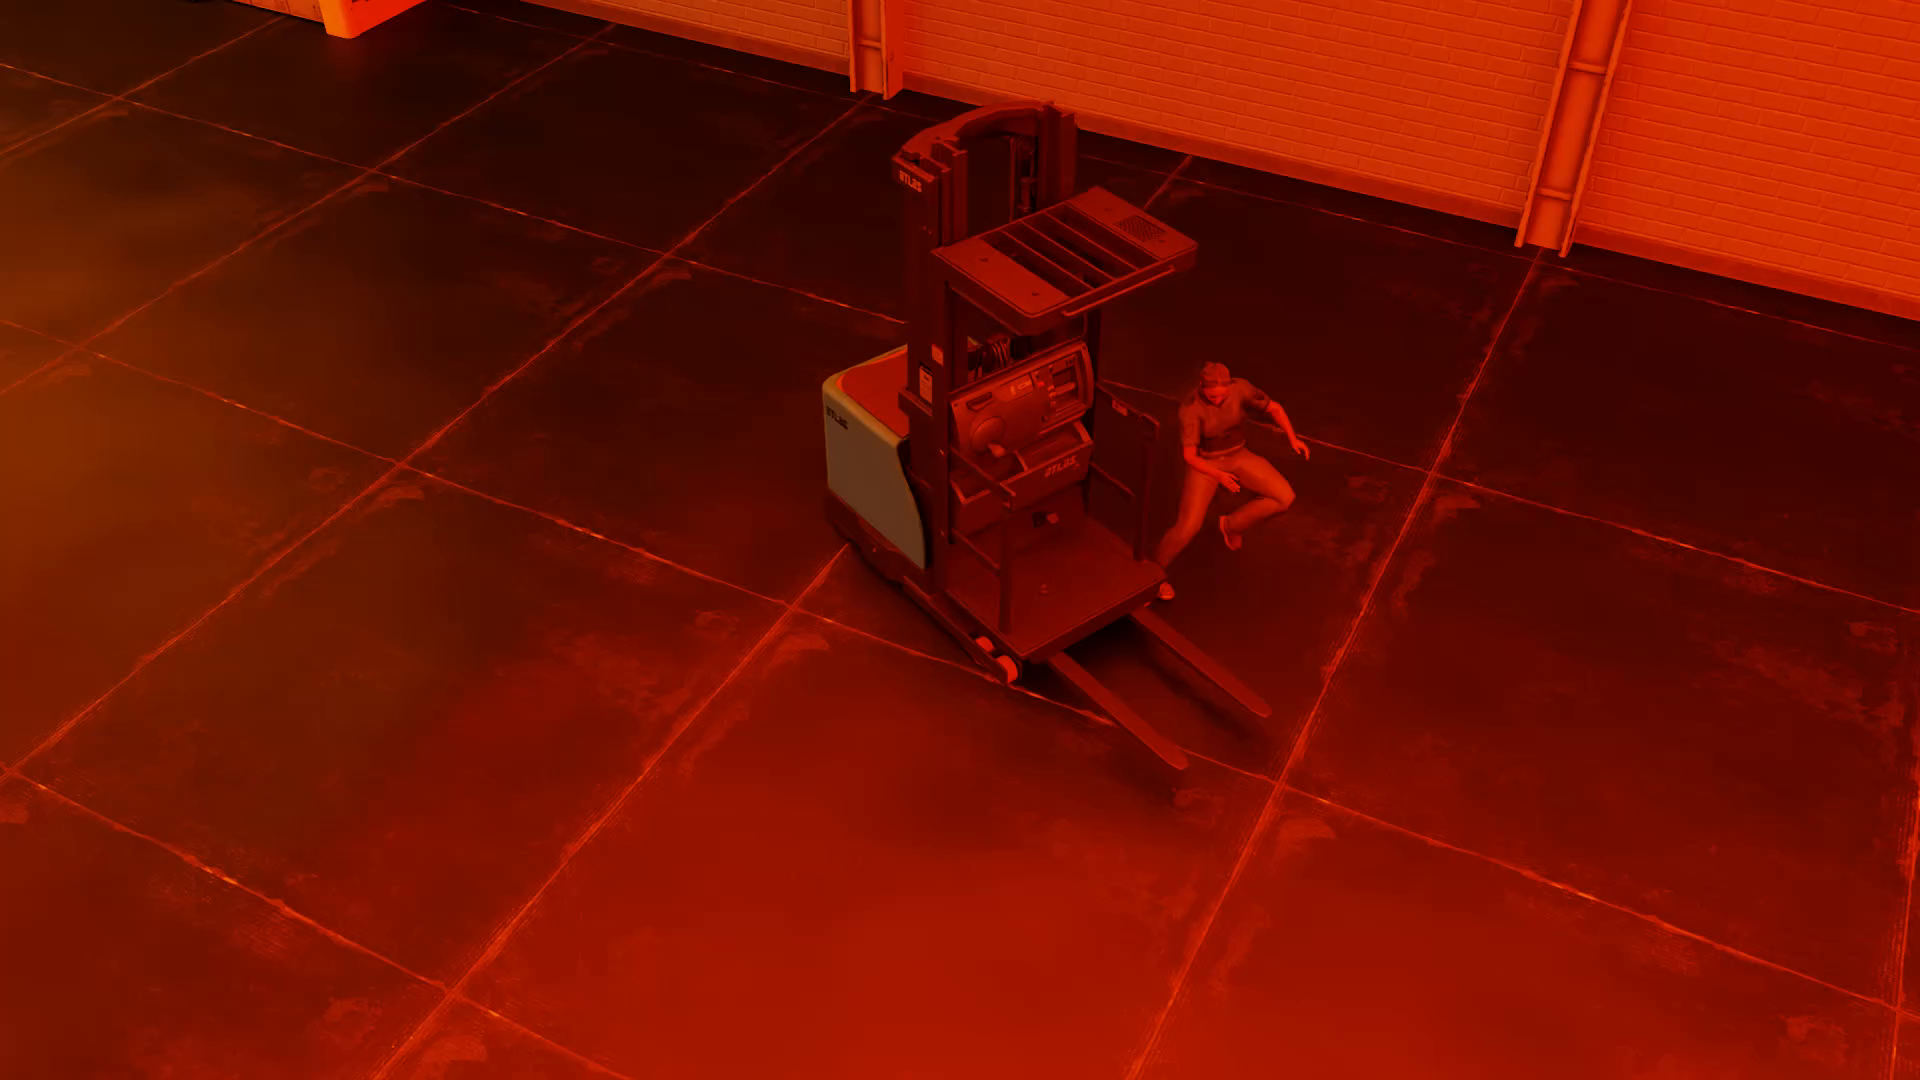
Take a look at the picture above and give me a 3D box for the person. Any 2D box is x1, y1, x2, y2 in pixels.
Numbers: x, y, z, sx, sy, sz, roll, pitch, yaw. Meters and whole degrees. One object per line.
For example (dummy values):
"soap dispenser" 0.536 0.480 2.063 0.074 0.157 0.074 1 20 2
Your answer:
"person" 1.528 -0.350 9.566 0.863 1.413 0.735 -11 41 -13

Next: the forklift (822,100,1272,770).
"forklift" 0.472 -0.675 8.789 1.130 2.935 3.031 -26 47 -28
